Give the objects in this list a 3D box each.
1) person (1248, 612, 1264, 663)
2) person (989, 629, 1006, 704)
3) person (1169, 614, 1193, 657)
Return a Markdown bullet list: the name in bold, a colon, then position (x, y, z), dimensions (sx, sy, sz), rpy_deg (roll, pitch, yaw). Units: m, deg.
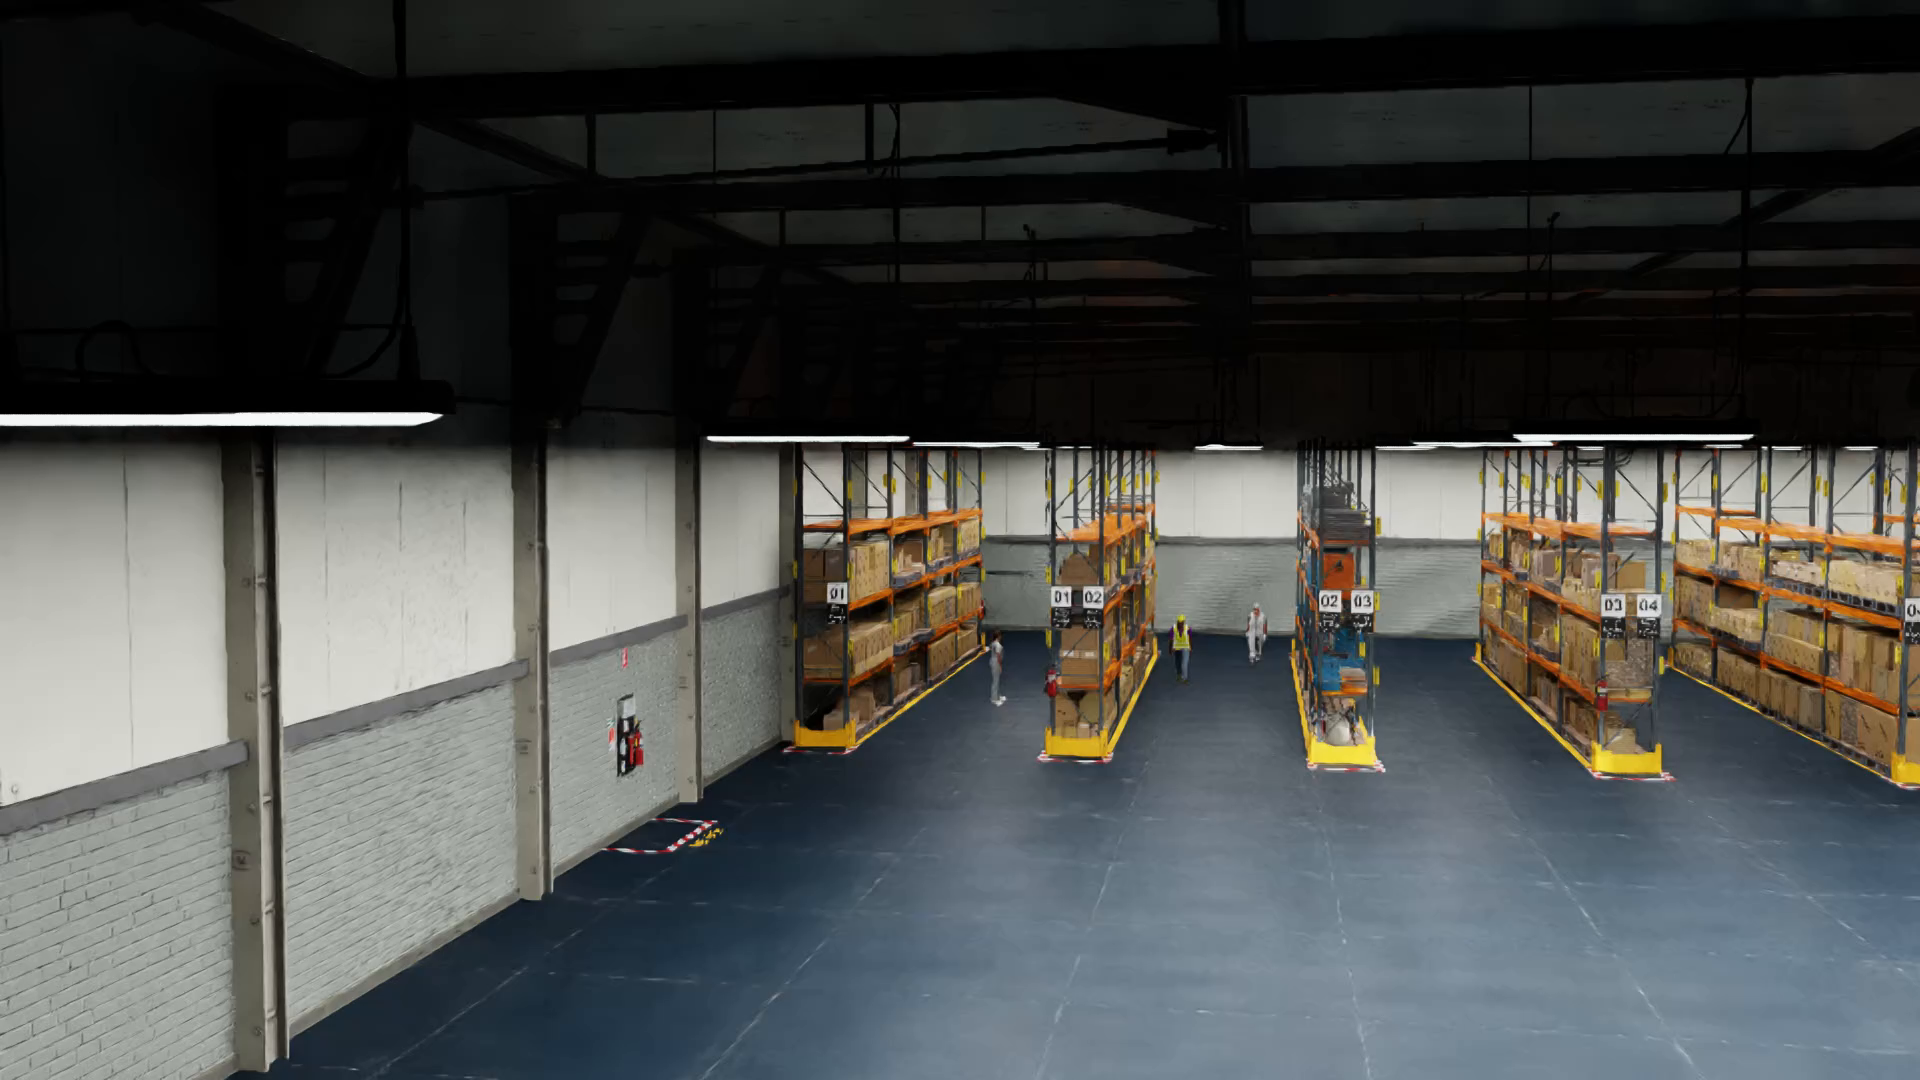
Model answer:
- **person**: position (7.917, 2.605, 44.541), dimensions (0.428, 1.397, 0.963), rpy_deg (0, 3, 8)
- **person**: position (0.881, 2.866, 37.859), dimensions (0.450, 1.679, 0.539), rpy_deg (-1, 3, -18)
- **person**: position (5.474, 2.376, 41.270), dimensions (0.575, 1.077, 0.452), rpy_deg (1, 3, 12)
